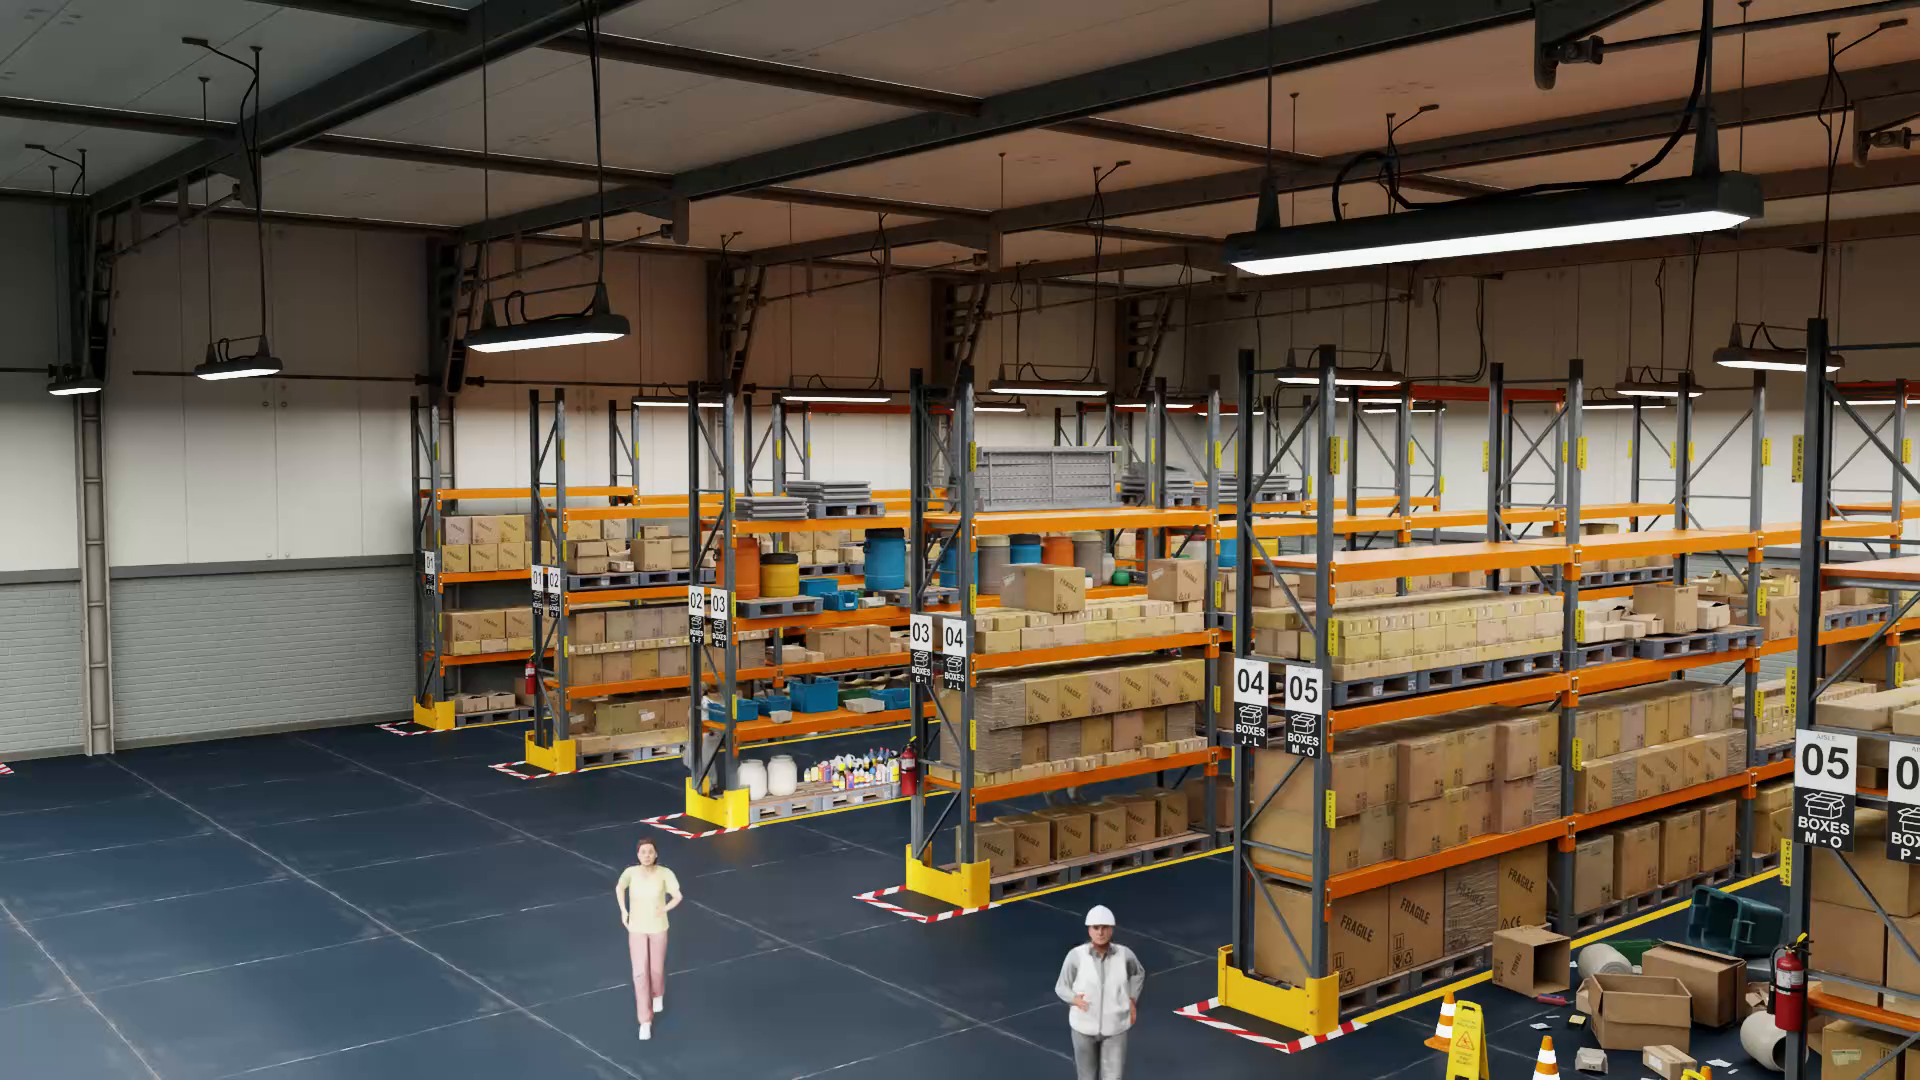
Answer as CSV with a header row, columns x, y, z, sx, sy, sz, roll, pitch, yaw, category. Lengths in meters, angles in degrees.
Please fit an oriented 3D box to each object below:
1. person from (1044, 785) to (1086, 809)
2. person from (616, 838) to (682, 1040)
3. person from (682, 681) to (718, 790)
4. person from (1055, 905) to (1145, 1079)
x,y,z,sx,sy,sz,roll,pitch,yaw,category
1.410,3.009,21.870,0.606,1.801,0.839,3,4,41,person
-2.747,3.458,14.688,0.588,1.678,0.829,0,3,-7,person
-3.825,2.902,24.484,0.581,1.652,0.615,3,5,44,person
1.022,3.531,12.075,0.663,1.743,0.990,0,3,3,person
